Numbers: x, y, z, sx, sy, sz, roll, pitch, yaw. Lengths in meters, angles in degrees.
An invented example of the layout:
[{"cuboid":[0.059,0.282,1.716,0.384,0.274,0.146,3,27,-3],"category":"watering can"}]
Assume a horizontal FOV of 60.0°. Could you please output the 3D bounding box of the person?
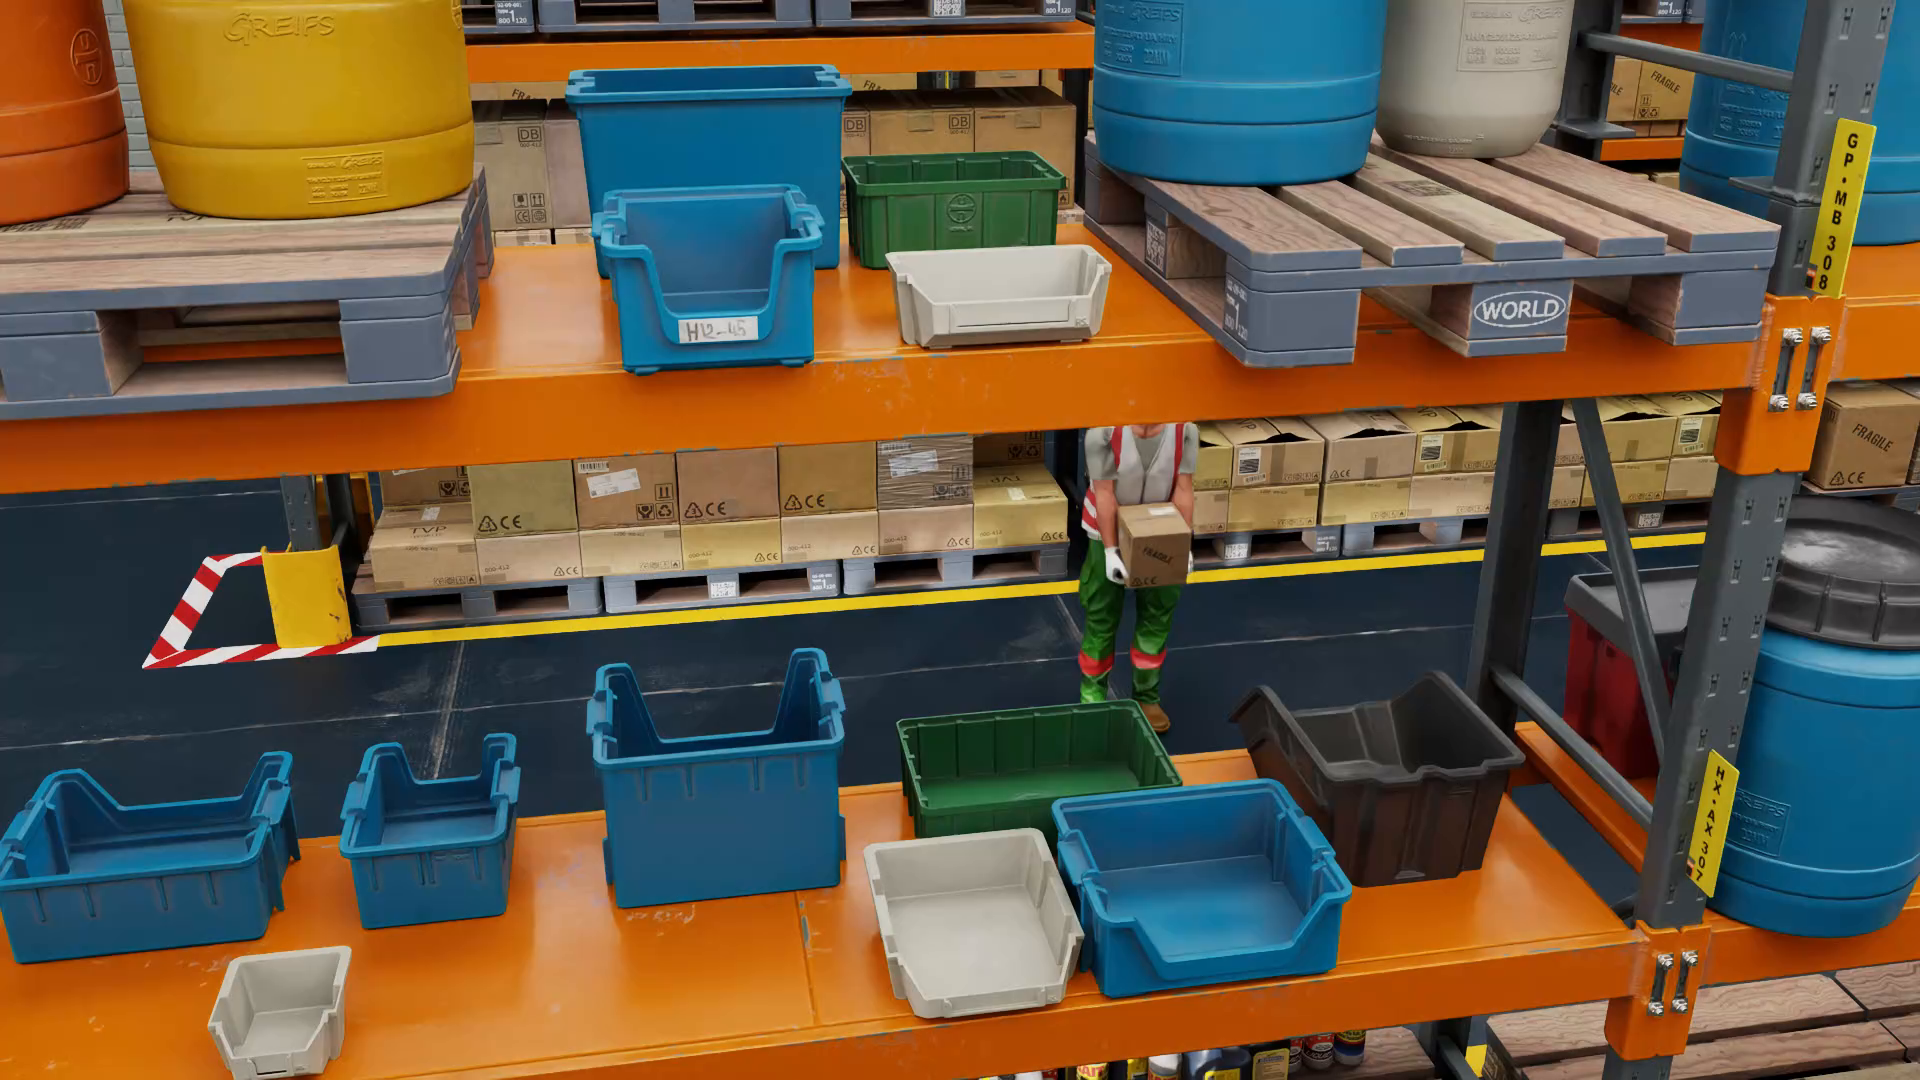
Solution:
[{"cuboid":[0.762,0.026,7.023,0.491,1.772,0.581,-5,24,-11],"category":"person"}]
